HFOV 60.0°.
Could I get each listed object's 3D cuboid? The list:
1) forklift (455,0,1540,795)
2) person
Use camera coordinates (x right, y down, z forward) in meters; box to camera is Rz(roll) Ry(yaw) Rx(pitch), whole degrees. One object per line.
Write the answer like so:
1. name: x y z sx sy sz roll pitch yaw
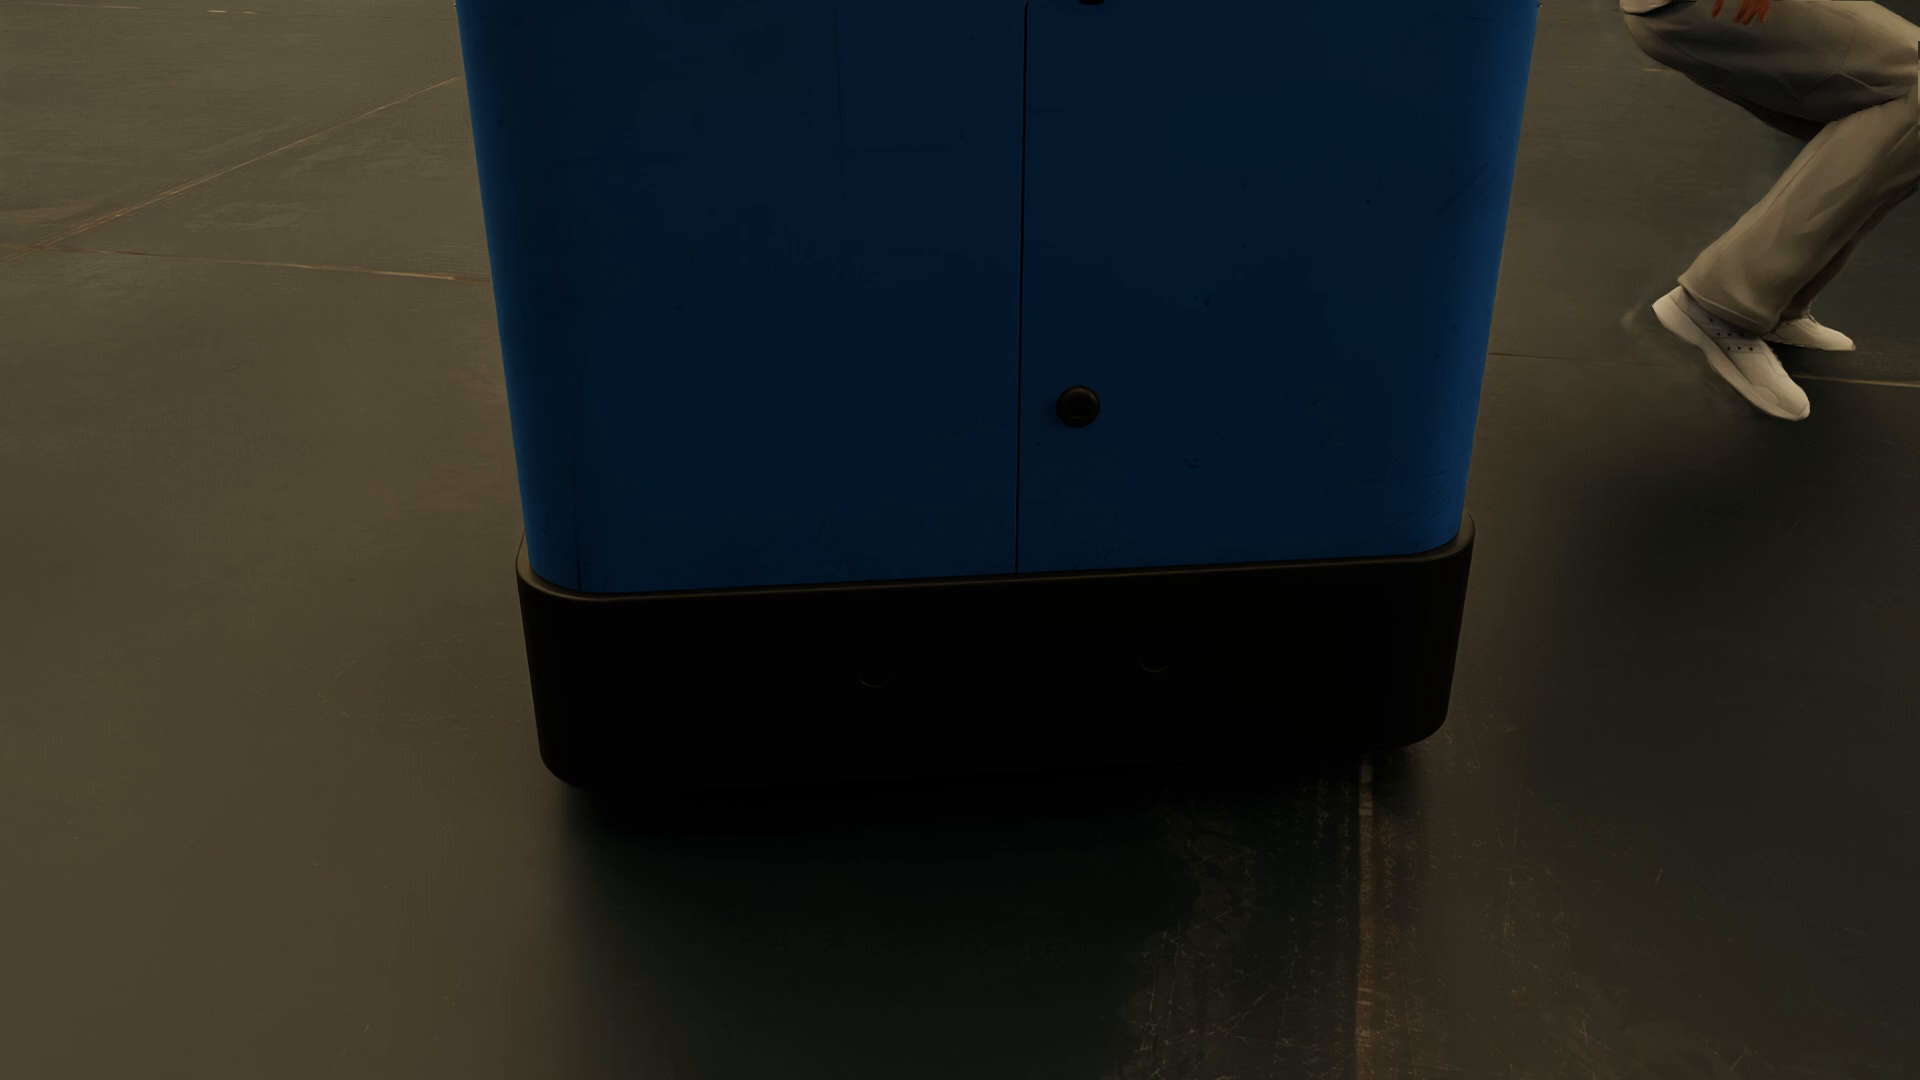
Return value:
1. forklift: -0.095 -1.667 2.550 1.130 2.935 3.031 -3 27 -5
2. person: 1.443 -0.901 2.751 0.600 1.447 0.765 23 35 38
